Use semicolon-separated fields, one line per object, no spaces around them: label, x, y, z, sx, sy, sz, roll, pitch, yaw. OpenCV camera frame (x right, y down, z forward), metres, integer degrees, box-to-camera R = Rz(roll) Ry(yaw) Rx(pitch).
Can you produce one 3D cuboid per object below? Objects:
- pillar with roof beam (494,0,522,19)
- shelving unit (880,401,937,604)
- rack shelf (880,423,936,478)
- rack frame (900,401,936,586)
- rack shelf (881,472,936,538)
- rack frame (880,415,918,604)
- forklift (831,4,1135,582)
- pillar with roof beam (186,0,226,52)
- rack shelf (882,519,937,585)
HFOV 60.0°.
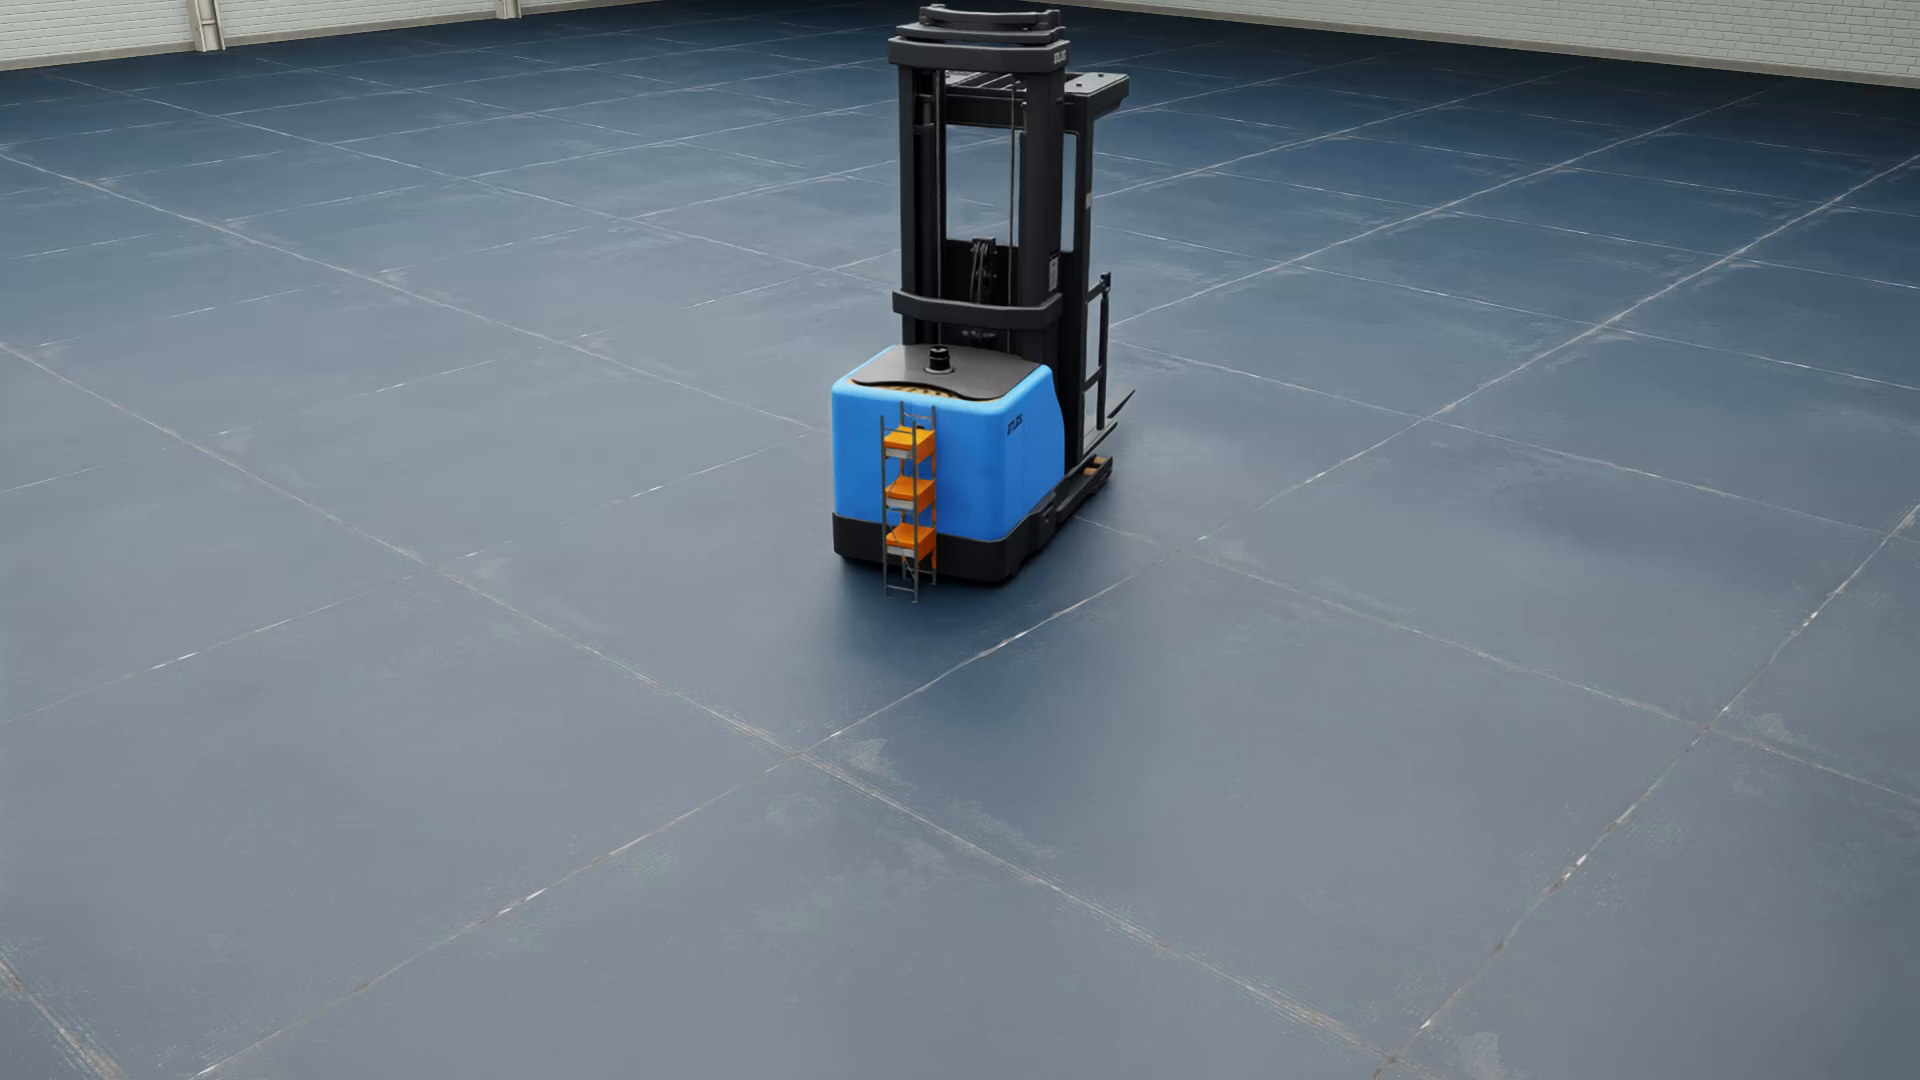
pillar with roof beam;-5.634;-13.161;28.105;9.100;9.000;0.400;20;31;38
shelving unit;-0.273;-0.198;8.908;0.215;1.050;0.252;10;26;21
rack shelf;-0.273;-0.447;8.796;0.215;0.259;0.240;10;26;21
rack frame;-0.225;-0.244;9.011;0.200;1.050;0.008;10;26;21
rack shelf;-0.273;-0.188;8.912;0.215;0.259;0.240;10;26;21
rack frame;-0.320;-0.152;8.805;0.200;1.050;0.008;10;26;21
forklift;0.322;-1.684;9.923;1.130;2.935;3.031;10;26;21
pillar with roof beam;-9.639;-11.333;24.028;9.100;9.000;0.400;20;31;38
rack shelf;-0.273;0.065;9.026;0.215;0.259;0.240;10;26;21
